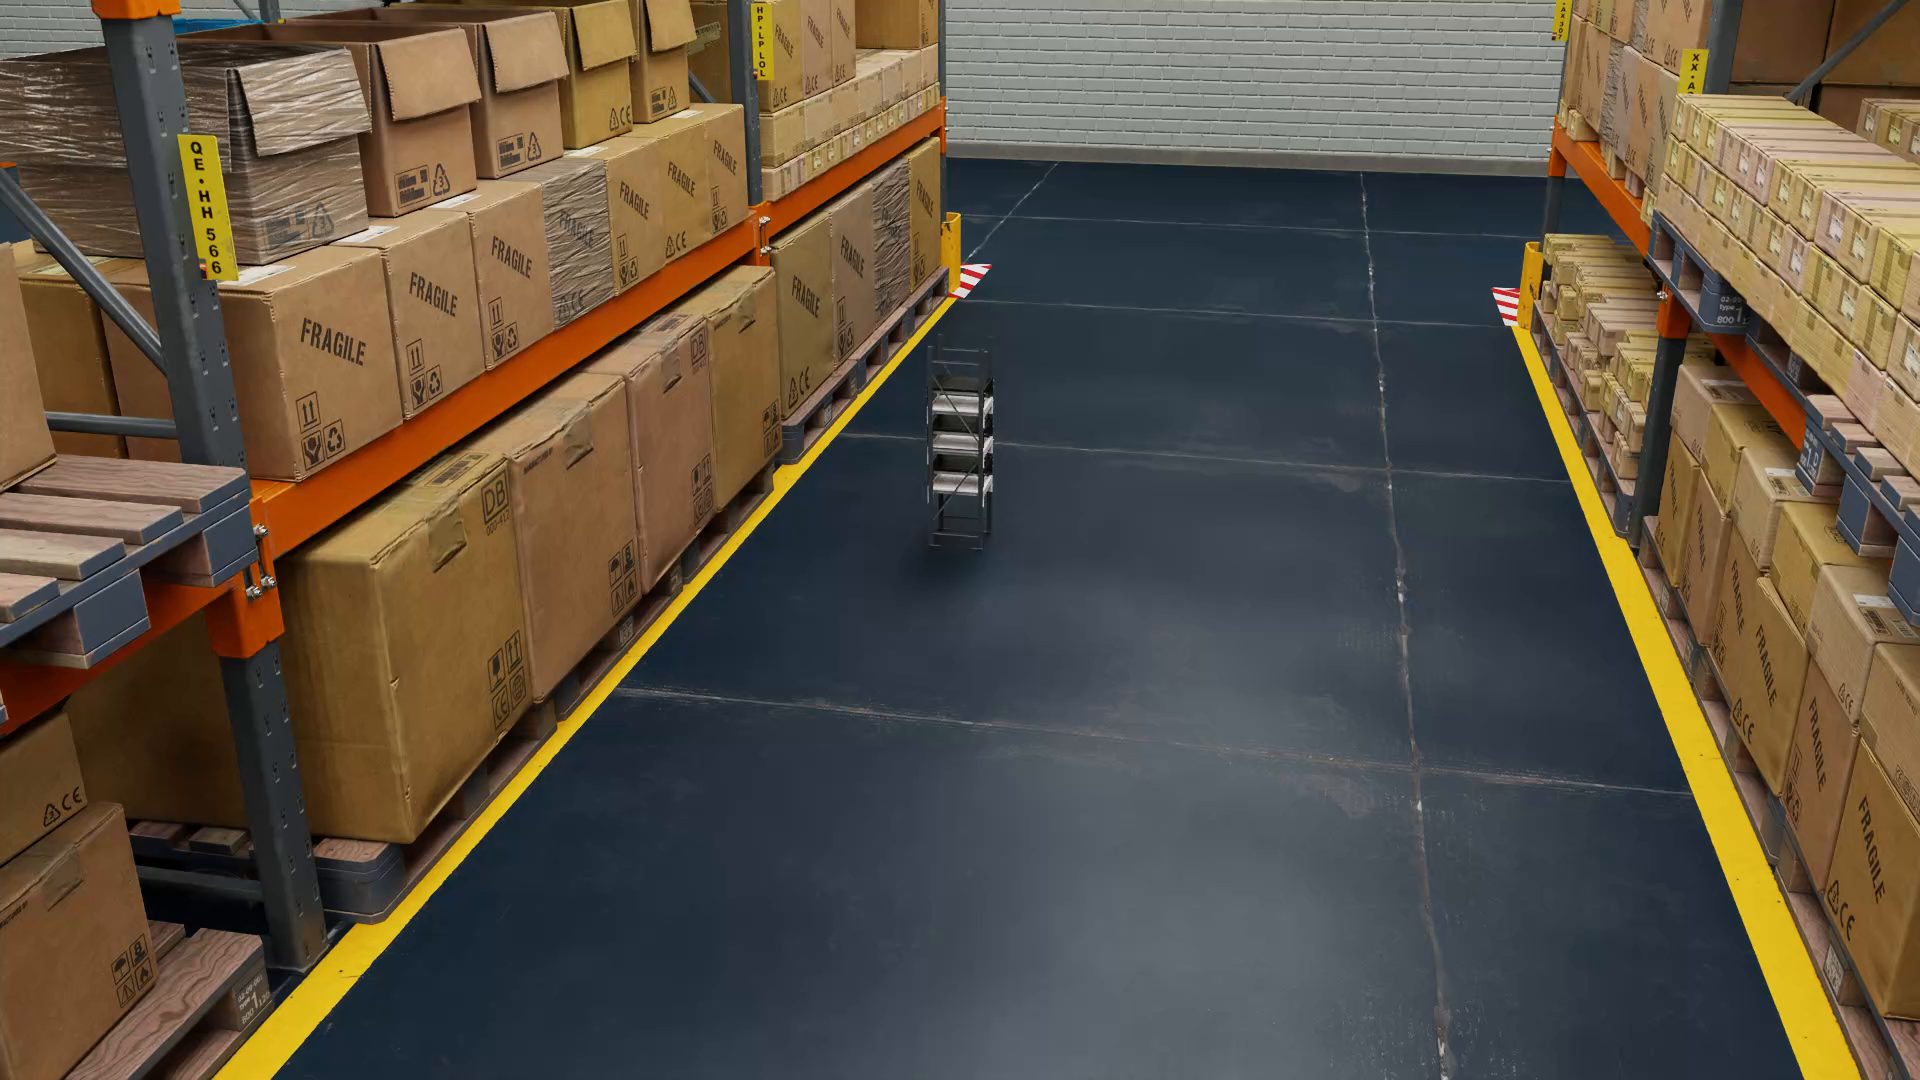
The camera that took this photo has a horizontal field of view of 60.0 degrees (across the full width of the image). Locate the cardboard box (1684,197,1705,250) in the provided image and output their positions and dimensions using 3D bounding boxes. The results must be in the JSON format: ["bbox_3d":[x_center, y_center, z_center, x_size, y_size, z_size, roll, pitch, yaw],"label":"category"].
[{"bbox_3d":[2.786,-1.108,5.863,0.380,0.149,0.250,5,22,11],"label":"cardboard box"}]

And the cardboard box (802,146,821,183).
[{"bbox_3d":[-0.920,-1.905,8.405,0.380,0.149,0.250,5,23,13],"label":"cardboard box"}]

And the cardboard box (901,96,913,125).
[{"bbox_3d":[-0.503,-2.659,10.276,0.380,0.149,0.250,5,22,12],"label":"cardboard box"}]

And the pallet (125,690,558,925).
[{"bbox_3d":[-1.994,0.727,5.265,1.003,0.211,1.213,4,22,11],"label":"pallet"}]

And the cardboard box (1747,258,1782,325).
[{"bbox_3d":[2.576,-0.731,4.927,0.380,0.149,0.250,3,22,8],"label":"cardboard box"}]

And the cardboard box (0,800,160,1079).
[{"bbox_3d":[-2.346,0.919,3.815,0.700,0.500,0.500,3,22,8],"label":"cardboard box"}]

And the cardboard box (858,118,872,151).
[{"bbox_3d":[-0.710,-2.283,9.343,0.380,0.149,0.250,4,22,9],"label":"cardboard box"}]

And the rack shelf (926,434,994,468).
[{"bbox_3d":[0.002,-0.389,7.205,0.258,0.077,0.200,4,22,11],"label":"rack shelf"}]

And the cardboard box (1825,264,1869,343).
[{"bbox_3d":[2.417,-0.586,4.169,0.380,0.149,0.250,5,22,11],"label":"cardboard box"}]

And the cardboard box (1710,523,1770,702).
[{"bbox_3d":[2.812,0.270,5.453,0.500,0.500,0.500,5,22,12],"label":"cardboard box"}]

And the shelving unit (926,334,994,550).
[{"bbox_3d":[0.002,-0.420,7.193,0.258,0.900,0.210,4,22,11],"label":"shelving unit"}]

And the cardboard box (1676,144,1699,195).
[{"bbox_3d":[2.841,-1.344,6.050,0.380,0.149,0.250,4,22,10],"label":"cardboard box"}]

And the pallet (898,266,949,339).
[{"bbox_3d":[-0.683,-1.617,11.087,1.003,0.211,1.213,4,22,11],"label":"pallet"}]

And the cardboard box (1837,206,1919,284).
[{"bbox_3d":[2.415,-0.722,4.109,0.380,0.149,0.250,5,22,13],"label":"cardboard box"}]

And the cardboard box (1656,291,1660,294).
[{"bbox_3d":[4.150,-1.309,9.445,0.380,0.149,0.250,4,22,10],"label":"cardboard box"}]

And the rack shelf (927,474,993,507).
[{"bbox_3d":[0.002,-0.223,7.273,0.258,0.077,0.200,4,22,11],"label":"rack shelf"}]

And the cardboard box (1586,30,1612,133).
[{"bbox_3d":[3.680,-2.460,8.913,0.500,0.500,0.500,5,22,12],"label":"cardboard box"}]

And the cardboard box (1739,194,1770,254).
[{"bbox_3d":[2.629,-0.958,5.094,0.380,0.149,0.250,4,22,10],"label":"cardboard box"}]

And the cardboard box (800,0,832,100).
[{"bbox_3d":[-0.957,-2.498,8.339,0.500,0.500,0.500,4,22,11],"label":"cardboard box"}]

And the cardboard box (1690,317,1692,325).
[{"bbox_3d":[4.039,-1.159,8.675,0.380,0.149,0.250,5,22,11],"label":"cardboard box"}]

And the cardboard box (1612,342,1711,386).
[{"bbox_3d":[3.297,-0.818,7.826,0.380,0.149,0.250,4,22,10],"label":"cardboard box"}]

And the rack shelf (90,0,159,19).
[{"bbox_3d":[-2.637,-0.610,1.800,1.077,0.370,4.000,4,22,11],"label":"rack shelf"}]

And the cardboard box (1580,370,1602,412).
[{"bbox_3d":[3.380,-0.752,8.459,0.380,0.149,0.250,4,22,11],"label":"cardboard box"}]

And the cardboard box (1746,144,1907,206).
[{"bbox_3d":[2.629,-1.104,5.056,0.380,0.149,0.250,5,23,13],"label":"cardboard box"}]

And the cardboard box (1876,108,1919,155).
[{"bbox_3d":[3.477,-1.425,5.856,0.380,0.149,0.250,4,22,9],"label":"cardboard box"}]

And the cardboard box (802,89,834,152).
[{"bbox_3d":[-0.954,-2.148,8.475,0.500,0.250,0.500,4,22,11],"label":"cardboard box"}]

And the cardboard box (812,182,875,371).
[{"bbox_3d":[-1.016,-1.520,9.394,0.875,0.875,0.875,4,22,11],"label":"cardboard box"}]

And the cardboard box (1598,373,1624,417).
[{"bbox_3d":[3.256,-0.680,7.883,0.380,0.149,0.250,4,22,9],"label":"cardboard box"}]

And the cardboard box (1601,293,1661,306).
[{"bbox_3d":[3.592,-1.195,8.763,0.380,0.149,0.250,5,22,11],"label":"cardboard box"}]

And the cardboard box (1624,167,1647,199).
[{"bbox_3d":[3.413,-1.727,7.962,0.380,0.149,0.250,3,22,9],"label":"cardboard box"}]

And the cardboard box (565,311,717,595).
[{"bbox_3d":[-1.705,-0.393,6.596,1.225,0.875,0.875,4,22,9],"label":"cardboard box"}]

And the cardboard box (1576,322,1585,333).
[{"bbox_3d":[3.683,-1.120,9.374,0.380,0.149,0.250,5,22,11],"label":"cardboard box"}]

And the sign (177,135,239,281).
[{"bbox_3d":[-1.696,-0.746,3.747,0.100,0.325,0.005,4,22,11],"label":"sign"}]

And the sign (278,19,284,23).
[{"bbox_3d":[-4.903,-3.626,12.124,0.100,0.325,0.005,4,22,11],"label":"sign"}]

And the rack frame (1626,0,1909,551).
[{"bbox_3d":[3.422,-1.331,6.644,1.000,3.000,0.127,4,22,11],"label":"rack frame"}]

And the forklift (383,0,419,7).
[{"bbox_3d":[-2.974,-2.542,9.741,1.130,2.935,3.031,7,23,17],"label":"forklift"}]

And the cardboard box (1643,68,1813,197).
[{"bbox_3d":[3.244,-1.714,7.062,0.500,0.500,0.500,4,22,11],"label":"cardboard box"}]

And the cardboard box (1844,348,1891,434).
[{"bbox_3d":[2.361,-0.347,3.974,0.380,0.149,0.250,5,22,12],"label":"cardboard box"}]

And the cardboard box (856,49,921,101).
[{"bbox_3d":[-0.540,-2.895,10.328,0.500,0.250,0.500,4,22,10],"label":"cardboard box"}]

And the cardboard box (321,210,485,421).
[{"bbox_3d":[-1.760,-0.676,4.882,0.500,0.500,0.500,4,22,9],"label":"cardboard box"}]

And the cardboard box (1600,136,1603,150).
[{"bbox_3d":[3.735,-2.191,9.115,0.380,0.149,0.250,4,22,10],"label":"cardboard box"}]

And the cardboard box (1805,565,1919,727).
[{"bbox_3d":[2.581,0.293,4.391,0.500,0.250,0.500,5,22,12],"label":"cardboard box"}]

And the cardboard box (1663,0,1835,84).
[{"bbox_3d":[3.254,-2.172,6.861,0.500,0.500,0.500,4,22,9],"label":"cardboard box"}]

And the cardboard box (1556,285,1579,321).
[{"bbox_3d":[3.647,-1.355,9.558,0.380,0.149,0.250,5,23,13],"label":"cardboard box"}]

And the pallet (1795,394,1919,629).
[{"bbox_3d":[2.647,-0.048,3.715,1.213,0.211,1.003,4,22,11],"label":"pallet"}]

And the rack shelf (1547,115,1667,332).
[{"bbox_3d":[3.830,-1.729,8.594,1.077,0.370,4.000,4,22,11],"label":"rack shelf"}]

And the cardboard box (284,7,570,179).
[{"bbox_3d":[-1.798,-1.545,5.698,0.797,0.503,0.637,5,23,13],"label":"cardboard box"}]

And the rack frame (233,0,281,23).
[{"bbox_3d":[-5.445,-3.587,12.244,1.000,3.000,0.127,4,22,11],"label":"rack frame"}]

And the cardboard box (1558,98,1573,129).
[{"bbox_3d":[3.852,-2.584,10.091,0.380,0.149,0.250,4,22,10],"label":"cardboard box"}]

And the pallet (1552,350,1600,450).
[{"bbox_3d":[3.771,-0.734,8.893,1.003,0.211,1.213,4,22,11],"label":"pallet"}]

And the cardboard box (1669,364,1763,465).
[{"bbox_3d":[3.013,-0.464,6.271,0.500,0.250,0.500,3,22,9],"label":"cardboard box"}]

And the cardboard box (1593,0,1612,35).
[{"bbox_3d":[3.662,-2.925,8.730,0.500,0.500,0.500,4,22,10],"label":"cardboard box"}]

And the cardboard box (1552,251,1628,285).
[{"bbox_3d":[3.684,-1.584,9.730,0.380,0.149,0.250,4,22,11],"label":"cardboard box"}]

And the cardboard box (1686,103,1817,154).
[{"bbox_3d":[2.841,-1.474,5.976,0.380,0.149,0.250,5,22,12],"label":"cardboard box"}]

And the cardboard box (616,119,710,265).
[{"bbox_3d":[-1.348,-1.420,6.731,0.500,0.500,0.500,5,23,13],"label":"cardboard box"}]
